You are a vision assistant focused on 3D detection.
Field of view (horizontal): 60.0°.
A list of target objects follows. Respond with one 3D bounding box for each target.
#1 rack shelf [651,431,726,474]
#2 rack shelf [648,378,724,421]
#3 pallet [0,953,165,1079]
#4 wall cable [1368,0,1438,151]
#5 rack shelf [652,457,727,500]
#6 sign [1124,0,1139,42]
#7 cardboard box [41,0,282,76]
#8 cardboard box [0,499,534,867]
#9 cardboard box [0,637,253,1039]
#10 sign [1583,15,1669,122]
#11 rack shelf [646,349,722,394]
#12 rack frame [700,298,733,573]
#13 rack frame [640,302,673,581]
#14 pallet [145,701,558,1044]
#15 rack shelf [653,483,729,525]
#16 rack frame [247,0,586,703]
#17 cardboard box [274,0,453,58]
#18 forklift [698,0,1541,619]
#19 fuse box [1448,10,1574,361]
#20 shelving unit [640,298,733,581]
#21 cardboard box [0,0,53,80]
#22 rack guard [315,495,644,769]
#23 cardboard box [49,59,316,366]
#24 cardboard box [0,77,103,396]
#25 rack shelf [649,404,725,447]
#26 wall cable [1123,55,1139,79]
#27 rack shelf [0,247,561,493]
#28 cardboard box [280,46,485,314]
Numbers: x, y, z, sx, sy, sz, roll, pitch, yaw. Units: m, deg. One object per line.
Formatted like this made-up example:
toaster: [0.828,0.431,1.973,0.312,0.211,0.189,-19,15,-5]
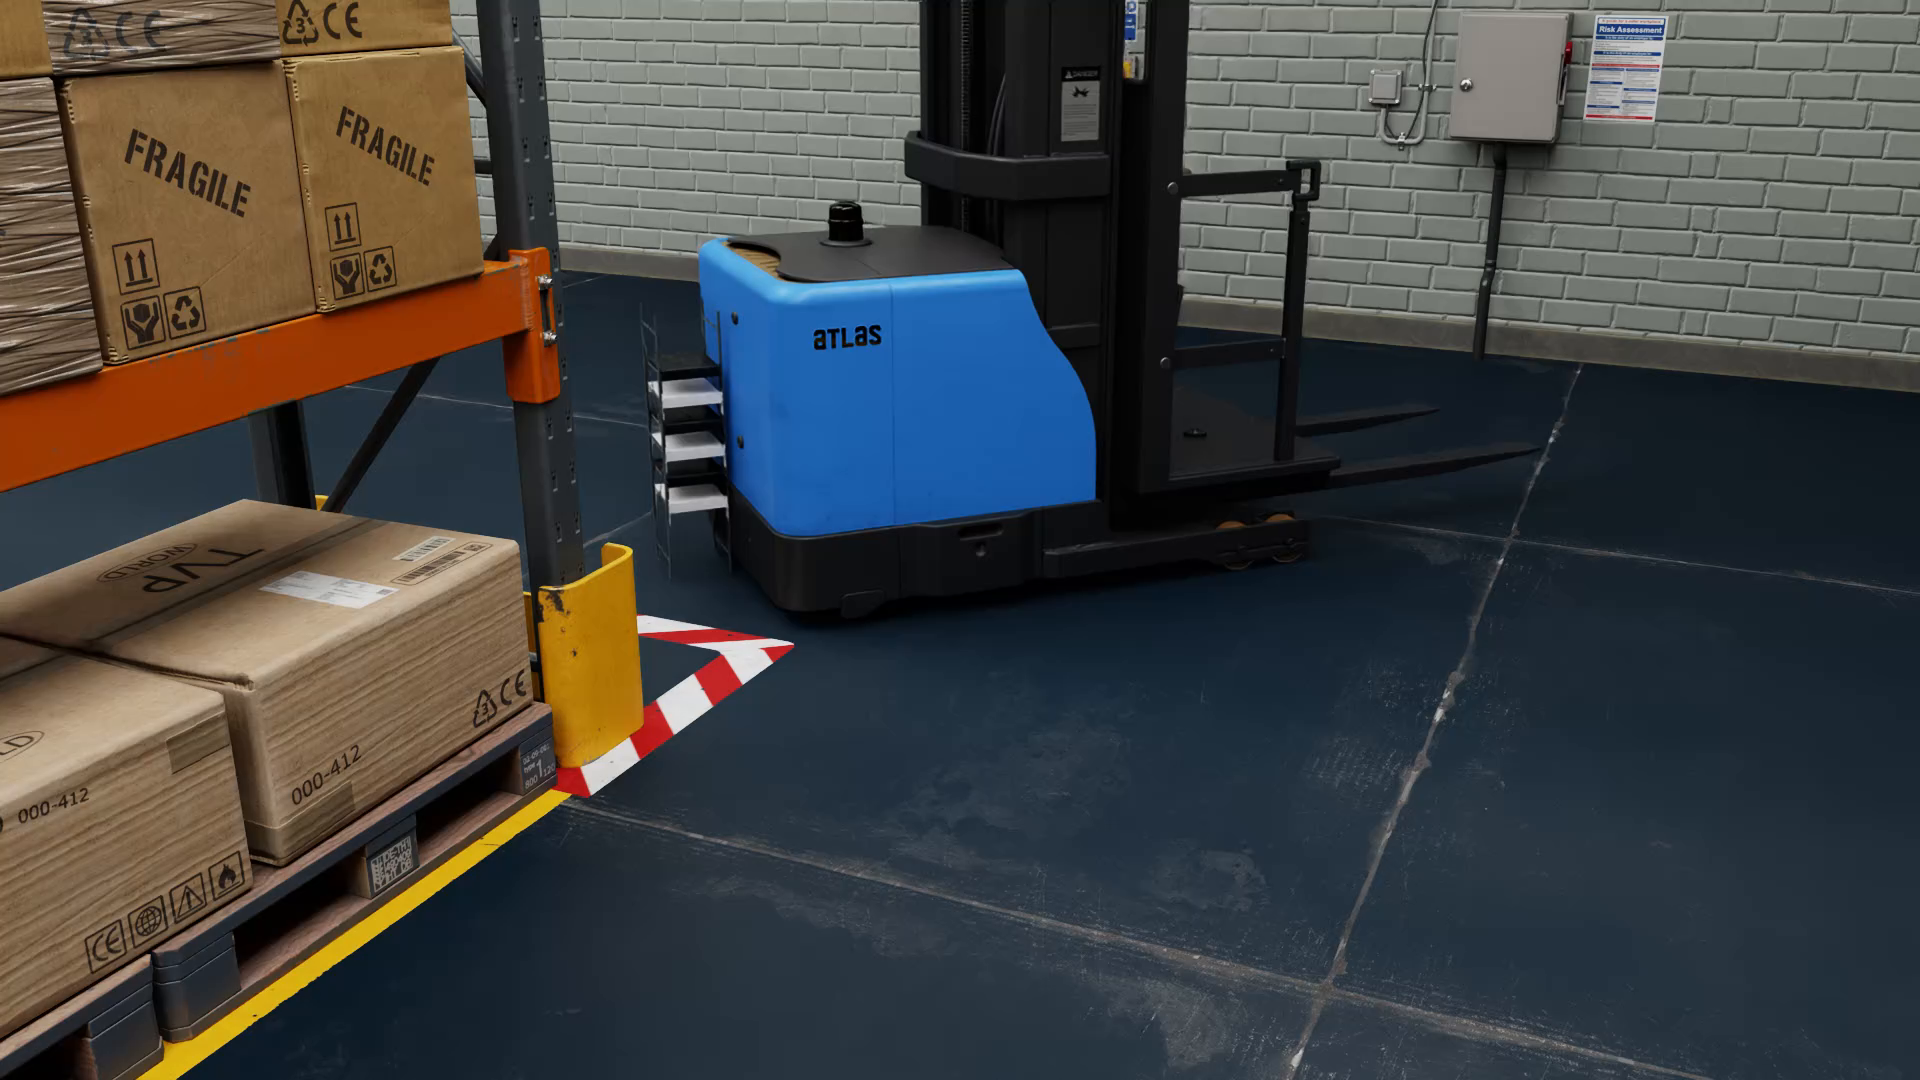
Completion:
rack shelf: [-0.916,-0.305,5.582,0.200,0.077,0.258,-8,21,-21]
rack shelf: [-0.916,-0.474,5.522,0.200,0.077,0.258,-8,21,-21]
pallet: [-2.214,1.001,2.840,1.003,0.211,1.213,9,21,23]
wall cable: [2.130,-2.954,8.283,0.588,1.984,0.122,9,21,23]
rack shelf: [-0.916,-0.220,5.613,0.200,0.077,0.258,-8,21,-21]
sign: [0.812,-2.819,9.017,0.327,0.218,0.001,9,21,23]
cardboard box: [-1.624,-1.114,2.984,0.500,0.500,0.500,9,21,23]
cardboard box: [-1.636,0.285,3.888,0.875,0.438,0.875,8,21,21]
cardboard box: [-2.003,0.566,3.098,0.875,0.438,0.875,9,22,24]
sign: [3.223,-2.285,8.058,0.329,0.494,0.001,9,21,23]
rack shelf: [-0.916,-0.559,5.492,0.200,0.077,0.258,-8,21,-21]
rack frame: [-0.821,-0.349,5.607,0.006,0.900,0.240,-8,21,-21]
rack frame: [-1.010,-0.323,5.535,0.006,0.900,0.240,-8,21,-21]
pallet: [-1.713,0.629,3.885,1.003,0.211,1.213,9,21,23]
rack shelf: [-0.916,-0.135,5.643,0.200,0.077,0.258,-8,21,-21]
rack frame: [-1.457,-0.940,4.135,1.000,3.000,0.127,9,21,23]
cardboard box: [-1.437,-1.278,3.444,0.500,0.500,0.500,9,22,24]
forklift: [0.669,-1.433,5.624,3.031,2.935,1.130,-8,21,-21]
fuse box: [2.688,-1.727,8.271,0.539,1.711,0.414,9,21,23]
shelving unit: [-0.916,-0.336,5.571,0.210,0.900,0.258,-8,21,-21]
cardboard box: [-1.829,-0.963,2.560,0.500,0.500,0.500,8,21,22]
rack guard: [-1.447,0.231,4.574,1.175,0.500,0.348,9,21,23]
cardboard box: [-1.632,-0.652,3.176,0.500,0.500,0.500,8,21,22]
cardboard box: [-1.834,-0.493,2.730,0.500,0.500,0.500,9,22,24]
rack shelf: [-0.916,-0.390,5.552,0.200,0.077,0.258,-8,21,-21]
wall cable: [0.831,-3.160,8.815,0.585,1.953,0.123,9,21,23]
rack shelf: [-2.276,0.011,2.536,1.077,0.370,4.000,9,21,23]
cardboard box: [-1.413,-0.803,3.601,0.500,0.500,0.500,9,21,23]
